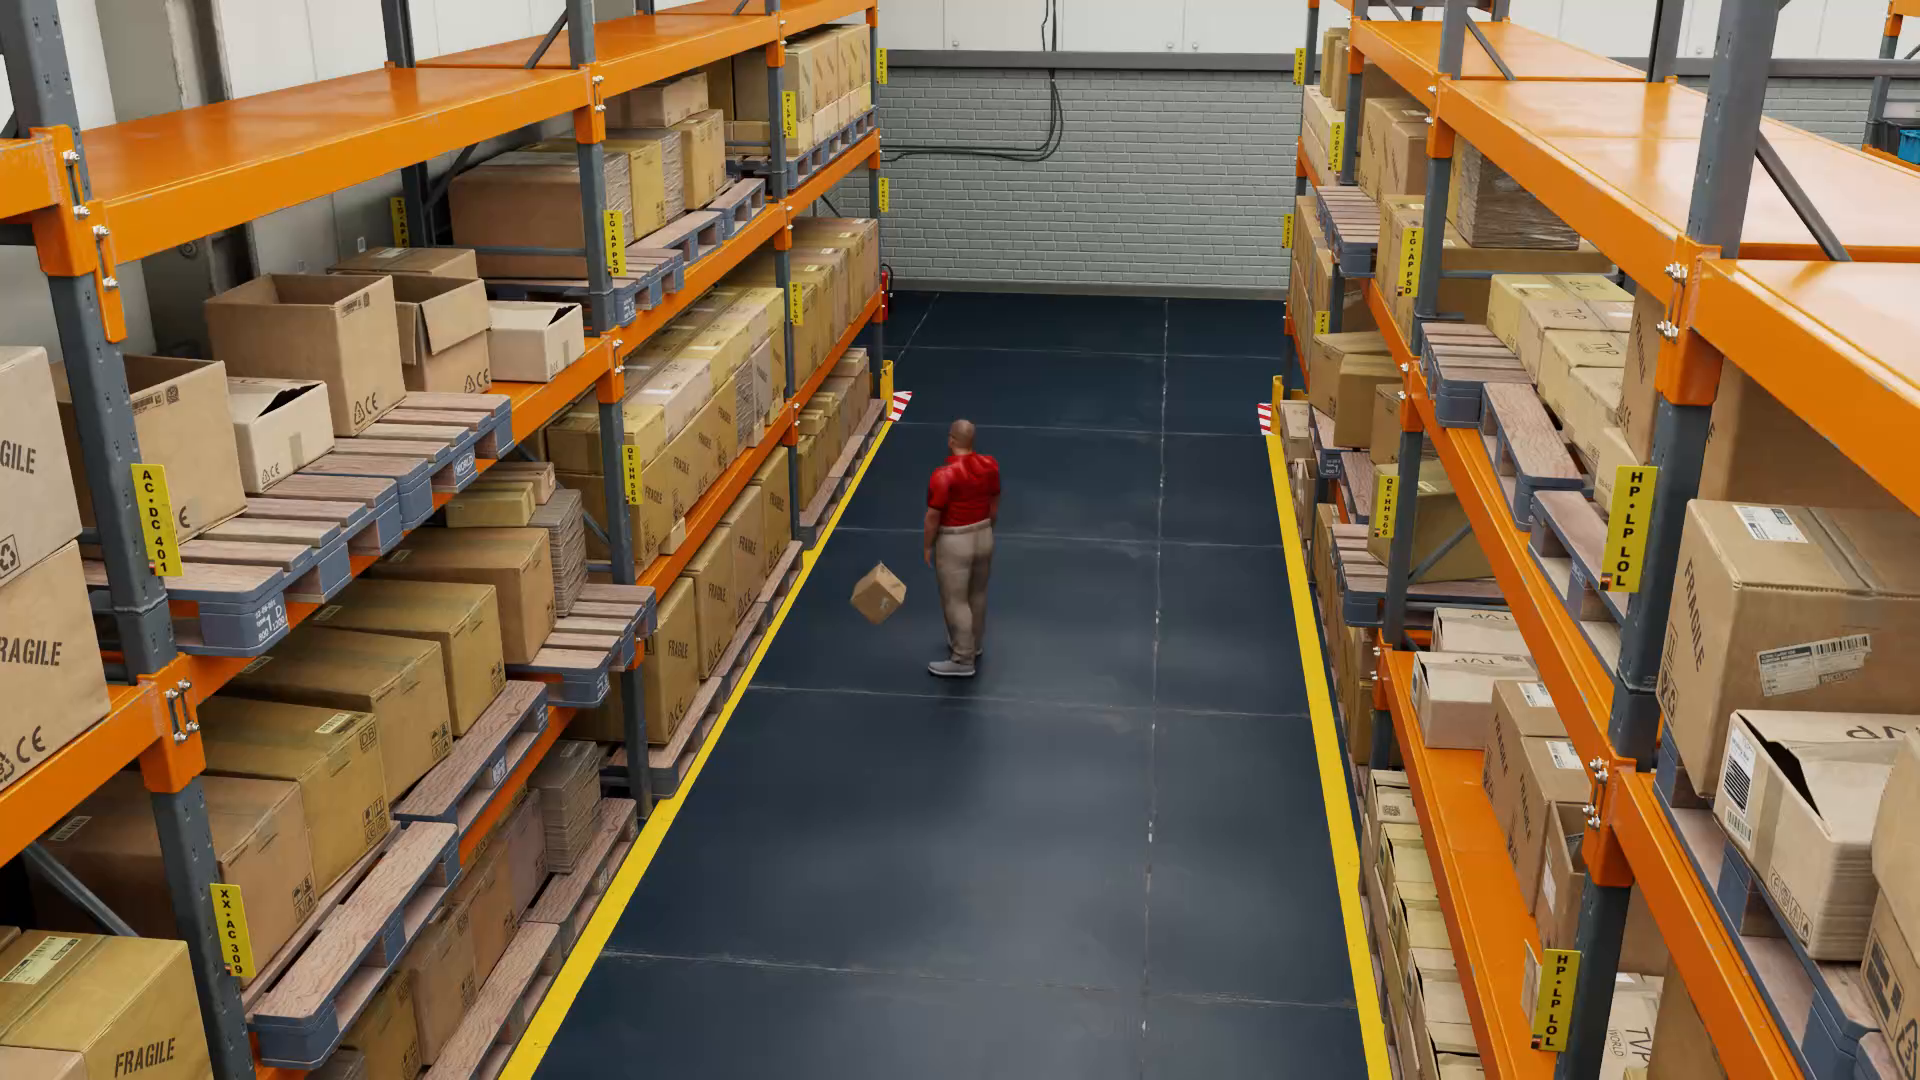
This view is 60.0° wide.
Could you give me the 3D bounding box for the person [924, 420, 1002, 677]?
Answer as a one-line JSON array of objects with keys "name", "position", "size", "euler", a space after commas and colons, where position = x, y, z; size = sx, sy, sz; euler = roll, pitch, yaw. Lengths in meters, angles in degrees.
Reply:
[{"name": "person", "position": [-0.007, 0.010, 11.048], "size": [0.620, 1.722, 0.570], "euler": [-16, 26, -36]}]
